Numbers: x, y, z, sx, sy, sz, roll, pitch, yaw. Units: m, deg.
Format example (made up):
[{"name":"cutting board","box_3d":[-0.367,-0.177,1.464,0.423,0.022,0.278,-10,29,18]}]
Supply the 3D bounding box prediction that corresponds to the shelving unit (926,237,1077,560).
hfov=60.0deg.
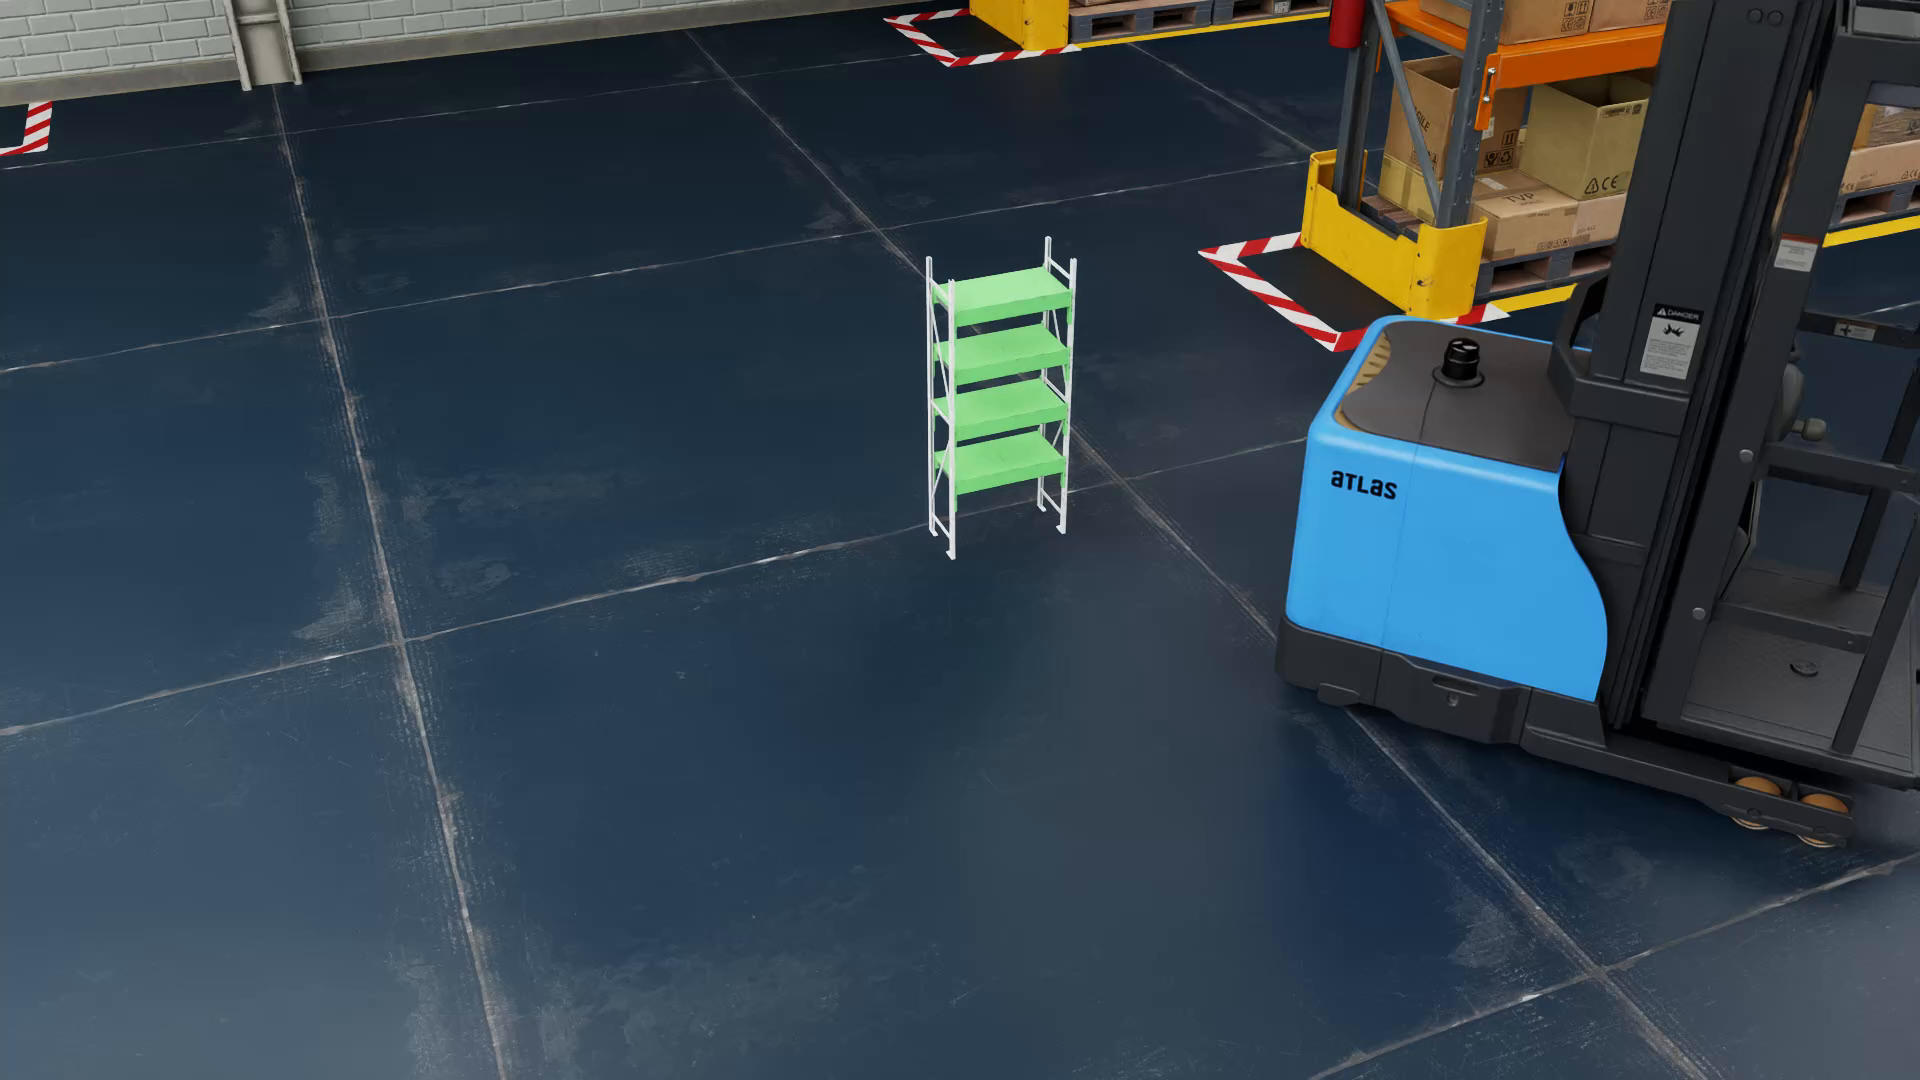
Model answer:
[{"name":"shelving unit","box_3d":[0.153,-0.538,6.476,0.503,1.200,0.258,-13,35,-19]}]

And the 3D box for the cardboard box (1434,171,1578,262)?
[{"name":"cardboard box","box_3d":[2.872,-1.712,8.768,0.500,0.250,0.500,-13,35,-19]}]

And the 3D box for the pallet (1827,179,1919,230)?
[{"name":"pallet","box_3d":[5.230,-2.216,9.963,1.213,0.211,1.003,-13,35,-19]}]

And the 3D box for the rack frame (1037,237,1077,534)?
[{"name":"rack frame","box_3d":[0.378,-0.589,6.556,0.015,1.200,0.240,-13,35,-19]}]

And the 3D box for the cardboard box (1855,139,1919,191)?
[{"name":"cardboard box","box_3d":[5.171,-2.247,9.589,0.500,0.250,0.500,-13,35,-19]}]

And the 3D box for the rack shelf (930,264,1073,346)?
[{"name":"rack shelf","box_3d":[0.153,-0.887,6.250,0.480,0.148,0.258,-13,35,-19]}]

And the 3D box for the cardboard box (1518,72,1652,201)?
[{"name":"cardboard box","box_3d":[3.332,-2.133,8.727,0.500,0.500,0.500,-13,35,-19]}]

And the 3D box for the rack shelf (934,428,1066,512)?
[{"name":"rack shelf","box_3d":[0.153,-0.283,6.642,0.480,0.148,0.258,-13,35,-19]}]

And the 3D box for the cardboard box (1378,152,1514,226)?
[{"name":"cardboard box","box_3d":[2.671,-1.973,9.168,0.500,0.250,0.500,-13,35,-19]}]

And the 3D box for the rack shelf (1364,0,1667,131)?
[{"name":"rack shelf","box_3d":[4.135,-2.808,8.975,4.000,0.370,1.077,-13,35,-19]}]

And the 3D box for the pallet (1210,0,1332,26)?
[{"name":"pallet","box_3d":[2.326,-4.434,13.371,1.213,0.211,1.003,-13,35,-19]}]

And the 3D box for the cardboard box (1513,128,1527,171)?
[{"name":"cardboard box","box_3d":[3.127,-2.084,9.339,0.500,0.250,0.500,-13,35,-19]}]

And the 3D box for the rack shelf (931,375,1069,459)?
[{"name":"rack shelf","box_3d":[0.153,-0.484,6.511,0.480,0.148,0.258,-13,35,-19]}]

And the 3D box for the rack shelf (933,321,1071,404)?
[{"name":"rack shelf","box_3d":[0.153,-0.685,6.380,0.480,0.148,0.258,-13,35,-19]}]

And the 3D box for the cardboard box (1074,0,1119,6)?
[{"name":"cardboard box","box_3d":[1.043,-4.336,12.726,0.500,0.311,0.500,-17,37,-24]}]

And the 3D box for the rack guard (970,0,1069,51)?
[{"name":"rack guard","box_3d":[0.440,-4.146,12.664,0.348,0.500,1.175,-13,35,-19]}]

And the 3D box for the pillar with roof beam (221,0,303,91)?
[{"name":"pillar with roof beam","box_3d":[-3.185,-4.844,5.943,0.400,9.000,9.100,-13,35,-19]}]

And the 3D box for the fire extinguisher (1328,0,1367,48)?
[{"name":"fire extinguisher","box_3d":[2.002,-2.864,8.472,0.183,0.674,0.296,-13,35,-19]}]

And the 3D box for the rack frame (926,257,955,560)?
[{"name":"rack frame","box_3d":[-0.072,-0.486,6.397,0.015,1.200,0.240,-13,35,-19]}]

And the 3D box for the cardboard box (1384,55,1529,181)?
[{"name":"cardboard box","box_3d":[2.670,-2.288,8.965,0.500,0.500,0.500,-13,35,-19]}]

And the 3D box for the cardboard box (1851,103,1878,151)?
[{"name":"cardboard box","box_3d":[4.711,-2.455,9.221,0.500,0.500,0.500,-13,35,-19]}]

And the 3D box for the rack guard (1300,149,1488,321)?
[{"name":"rack guard","box_3d":[2.269,-1.635,8.804,0.348,0.500,1.175,-13,35,-19]}]

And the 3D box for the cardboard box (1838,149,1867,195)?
[{"name":"cardboard box","box_3d":[4.716,-2.134,9.416,0.500,0.250,0.500,-13,35,-19]}]

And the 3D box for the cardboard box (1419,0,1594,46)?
[{"name":"cardboard box","box_3d":[2.726,-2.822,8.244,0.500,0.500,0.700,-13,35,-19]}]

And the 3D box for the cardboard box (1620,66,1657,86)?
[{"name":"cardboard box","box_3d":[3.788,-2.245,8.899,0.500,0.500,0.500,-13,35,-19]}]

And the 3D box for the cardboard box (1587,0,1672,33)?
[{"name":"cardboard box","box_3d":[3.209,-2.935,8.419,0.500,0.500,0.700,-12,35,-18]}]

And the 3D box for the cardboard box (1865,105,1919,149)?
[{"name":"cardboard box","box_3d":[5.171,-2.562,9.386,0.500,0.500,0.500,-13,35,-19]}]

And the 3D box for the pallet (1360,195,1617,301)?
[{"name":"pallet","box_3d":[2.980,-1.701,9.171,1.213,0.211,1.003,-13,35,-19]}]

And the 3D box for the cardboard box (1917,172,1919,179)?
[{"name":"cardboard box","box_3d":[5.636,-2.348,9.744,0.500,0.250,0.500,-13,35,-19]}]

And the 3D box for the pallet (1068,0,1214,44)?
[{"name":"pallet","box_3d":[1.203,-4.179,12.979,1.213,0.211,1.003,-13,35,-19]}]

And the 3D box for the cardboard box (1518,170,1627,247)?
[{"name":"cardboard box","box_3d":[3.331,-1.820,8.933,0.500,0.250,0.500,-13,35,-19]}]

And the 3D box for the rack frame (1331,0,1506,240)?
[{"name":"rack frame","box_3d":[2.291,-2.688,8.130,0.127,3.000,1.000,-13,35,-19]}]

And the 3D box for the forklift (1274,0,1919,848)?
[{"name":"forklift","box_3d":[2.677,-0.589,4.968,3.031,2.935,1.130,14,36,21]}]

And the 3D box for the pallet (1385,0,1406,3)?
[{"name":"pallet","box_3d":[3.452,-4.694,13.770,1.213,0.211,1.003,-13,35,-19]}]
